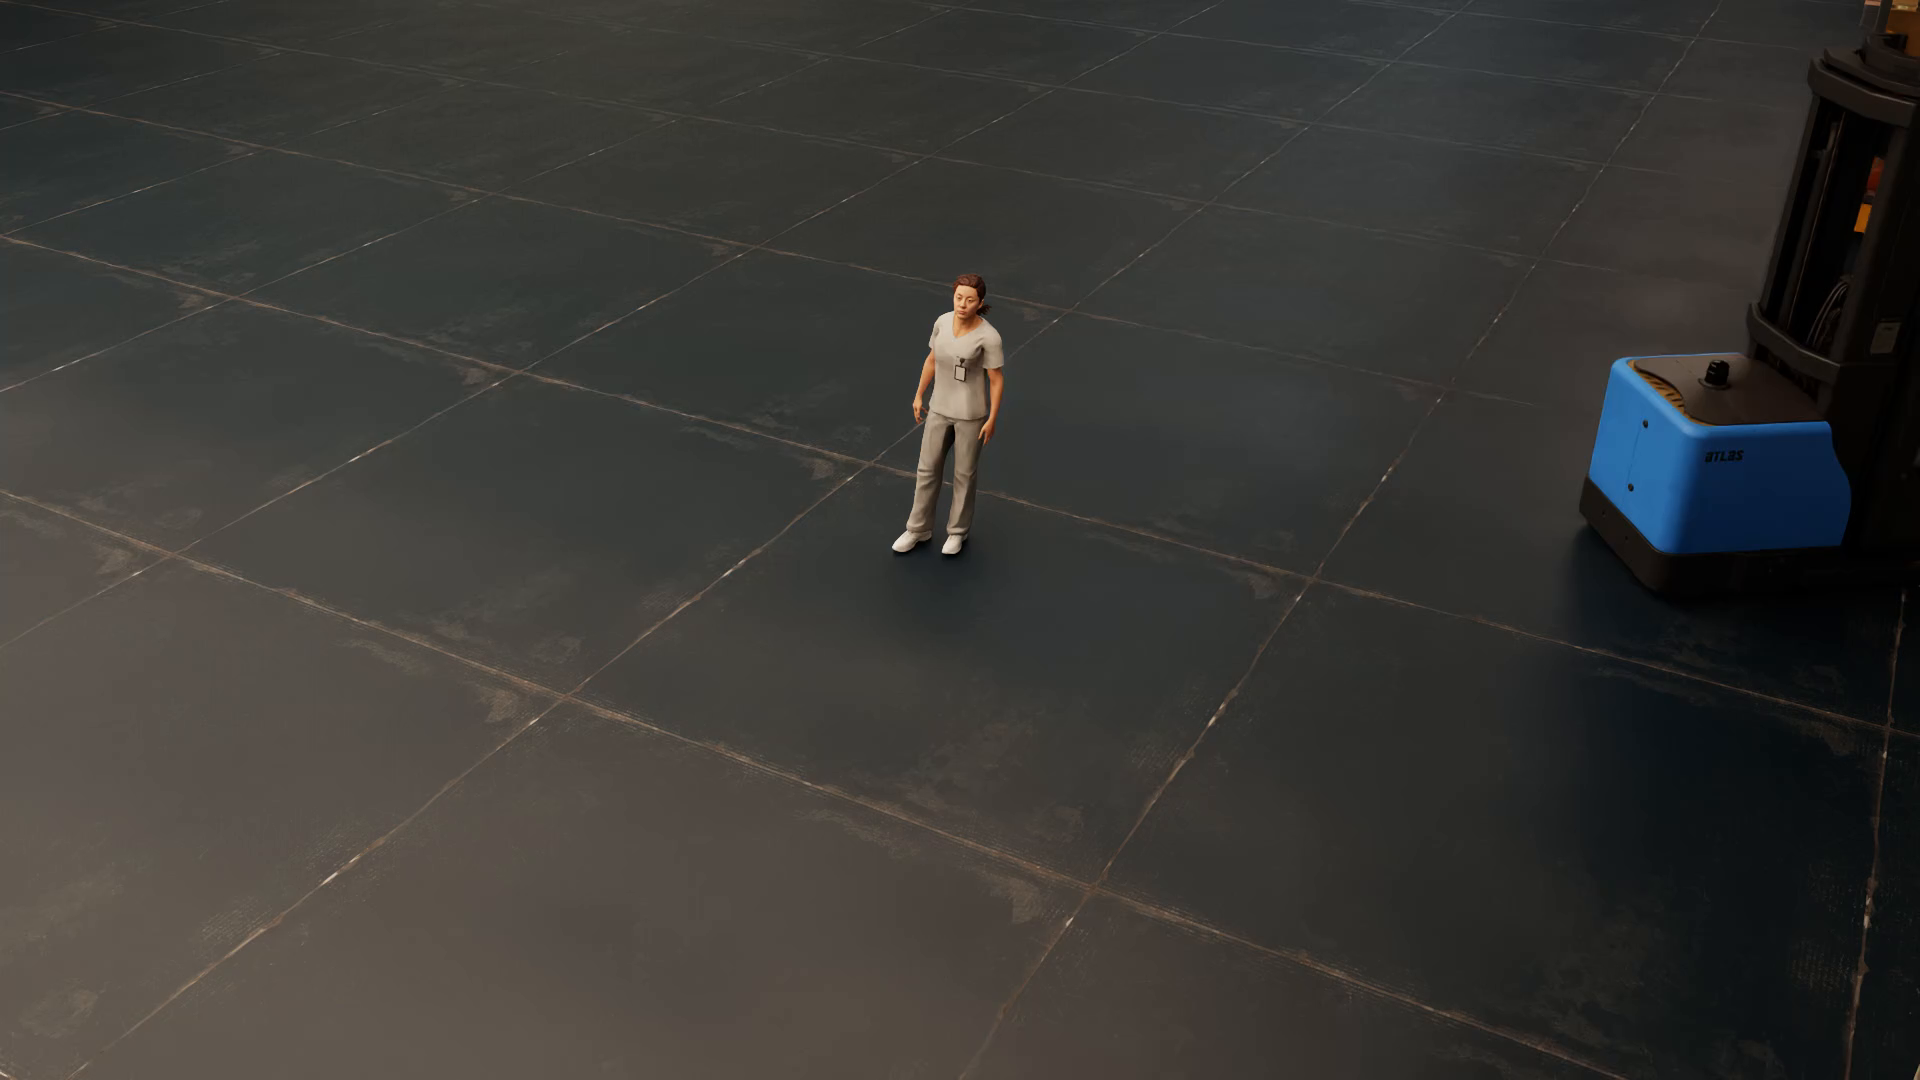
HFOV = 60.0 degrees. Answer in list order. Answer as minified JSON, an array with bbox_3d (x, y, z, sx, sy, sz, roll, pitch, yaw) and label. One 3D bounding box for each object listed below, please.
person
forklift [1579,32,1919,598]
[{"bbox_3d":[-0.048,-0.703,9.530,0.549,1.673,0.548,15,33,25],"label":"person"},{"bbox_3d":[5.336,-1.246,9.230,3.031,2.935,1.130,-3,30,-5],"label":"forklift"}]
